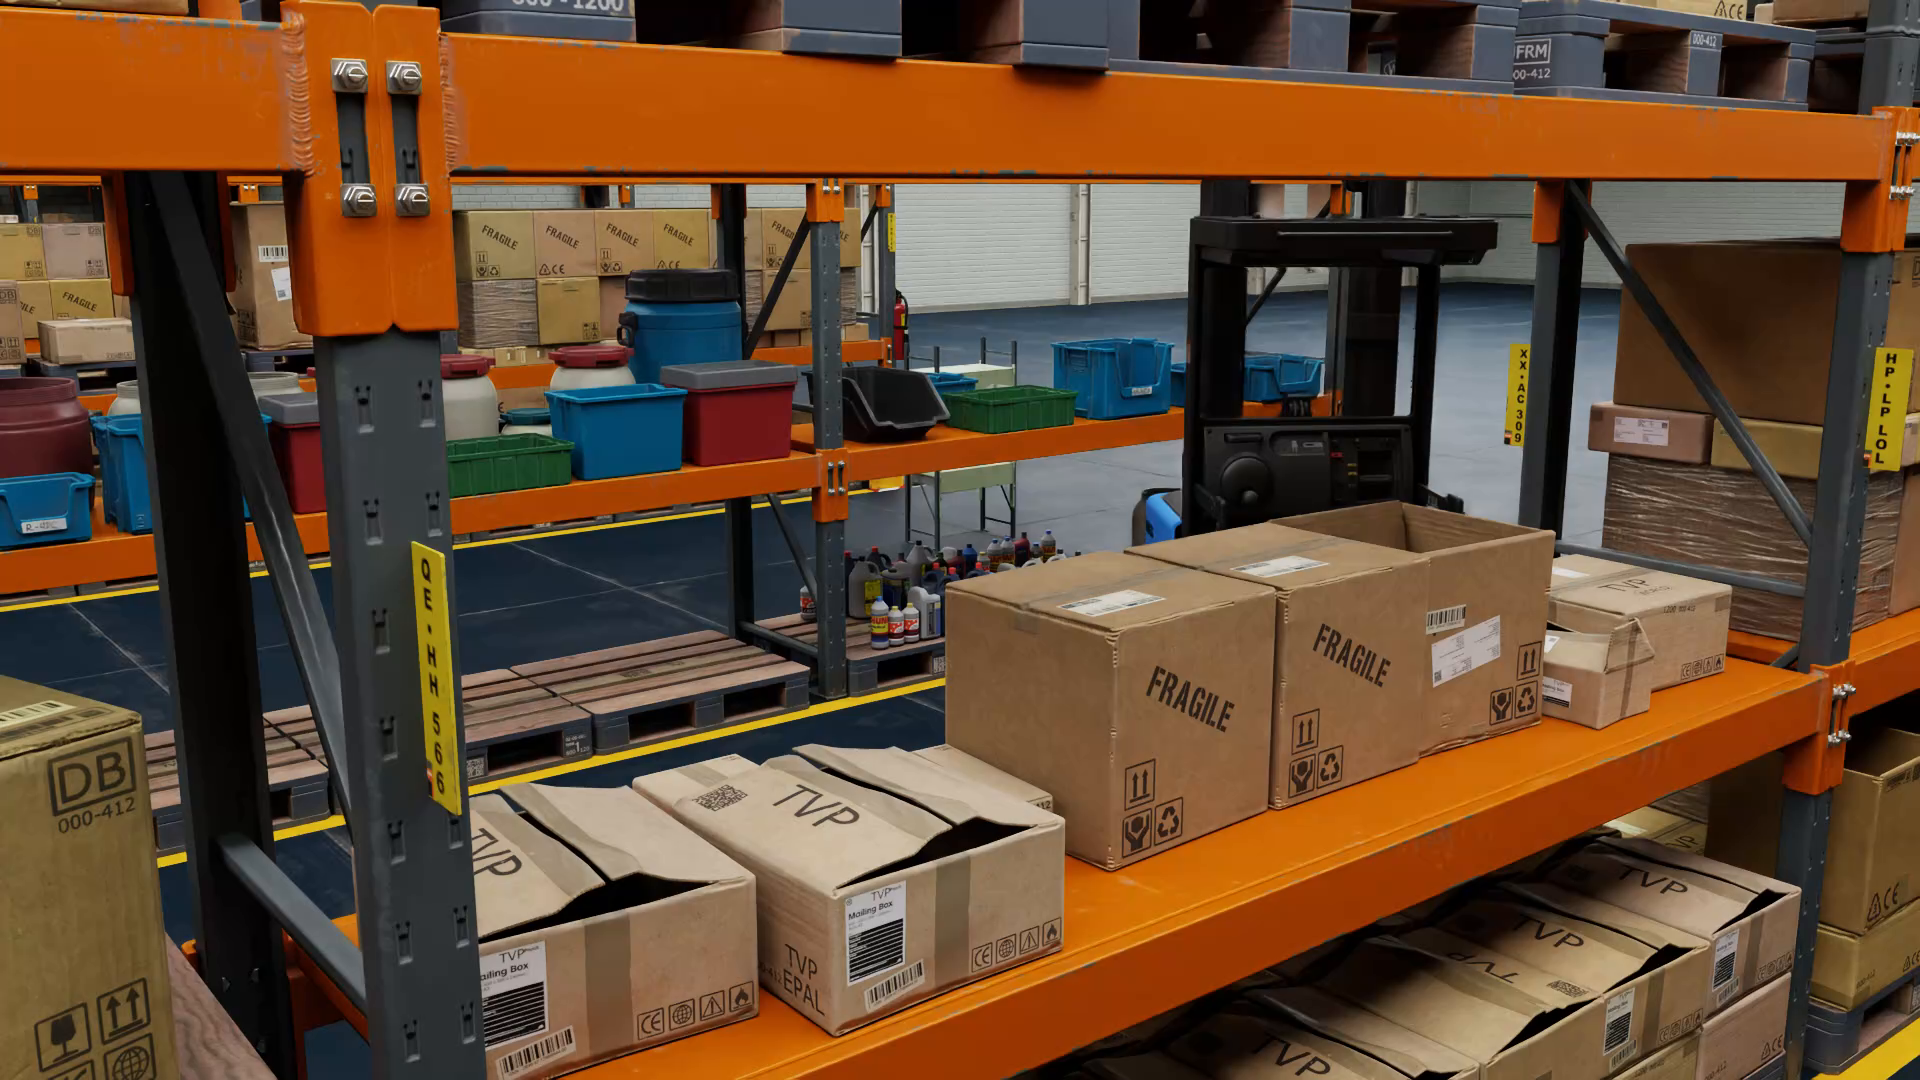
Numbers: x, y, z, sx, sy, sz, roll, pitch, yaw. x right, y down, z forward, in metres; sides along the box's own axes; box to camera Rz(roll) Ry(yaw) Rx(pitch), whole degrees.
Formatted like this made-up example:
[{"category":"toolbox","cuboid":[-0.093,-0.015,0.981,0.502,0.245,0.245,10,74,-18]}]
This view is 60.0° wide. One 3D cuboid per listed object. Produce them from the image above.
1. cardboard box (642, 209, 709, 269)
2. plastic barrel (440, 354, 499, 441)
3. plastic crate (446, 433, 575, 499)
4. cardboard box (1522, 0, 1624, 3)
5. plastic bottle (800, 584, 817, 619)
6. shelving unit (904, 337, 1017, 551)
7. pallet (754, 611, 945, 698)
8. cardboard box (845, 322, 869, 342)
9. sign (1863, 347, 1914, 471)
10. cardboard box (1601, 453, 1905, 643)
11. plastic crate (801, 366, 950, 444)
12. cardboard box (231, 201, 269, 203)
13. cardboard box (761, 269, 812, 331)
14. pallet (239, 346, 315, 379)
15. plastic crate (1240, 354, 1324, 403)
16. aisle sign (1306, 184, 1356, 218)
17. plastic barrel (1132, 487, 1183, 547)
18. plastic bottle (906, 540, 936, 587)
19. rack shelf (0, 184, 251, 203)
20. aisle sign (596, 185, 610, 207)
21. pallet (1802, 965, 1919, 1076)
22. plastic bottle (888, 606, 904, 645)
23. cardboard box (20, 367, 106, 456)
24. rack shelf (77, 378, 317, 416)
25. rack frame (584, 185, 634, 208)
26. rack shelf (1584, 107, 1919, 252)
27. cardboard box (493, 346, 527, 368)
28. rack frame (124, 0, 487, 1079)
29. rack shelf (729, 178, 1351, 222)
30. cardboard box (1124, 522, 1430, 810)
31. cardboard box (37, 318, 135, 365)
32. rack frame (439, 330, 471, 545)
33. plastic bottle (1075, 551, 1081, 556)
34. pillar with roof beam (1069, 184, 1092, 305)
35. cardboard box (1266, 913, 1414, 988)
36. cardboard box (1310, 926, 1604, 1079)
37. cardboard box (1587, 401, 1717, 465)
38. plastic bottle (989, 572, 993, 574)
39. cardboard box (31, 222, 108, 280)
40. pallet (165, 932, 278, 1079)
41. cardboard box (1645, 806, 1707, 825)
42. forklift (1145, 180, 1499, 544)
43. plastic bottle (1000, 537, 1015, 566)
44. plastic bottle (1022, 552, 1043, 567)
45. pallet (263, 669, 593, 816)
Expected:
[{"category":"cardboard box","cuboid":[-2.372,-2.415,13.414,0.500,0.500,0.500,-9,15,-38]},{"category":"plastic barrel","cuboid":[-2.408,-0.597,7.890,0.433,0.535,0.433,0,12,0]},{"category":"plastic crate","cuboid":[-2.135,-0.339,7.512,0.662,0.188,0.450,-9,15,-38]},{"category":"cardboard box","cuboid":[1.226,-1.359,3.937,0.500,0.250,0.500,-11,17,-43]},{"category":"plastic bottle","cuboid":[-0.863,0.342,9.474,0.097,0.201,0.097,0,12,0]},{"category":"shelving unit","cuboid":[0.005,-0.735,12.477,0.755,1.500,0.431,-9,15,-38]},{"category":"pallet","cuboid":[-0.401,0.570,9.438,1.213,0.211,1.003,-9,15,-38]},{"category":"cardboard box","cuboid":[-1.016,-1.843,14.691,0.250,0.149,0.380,-9,15,-38]},{"category":"sign","cuboid":[2.487,-0.351,4.463,0.005,0.325,0.100,-9,15,-38]},{"category":"cardboard box","cuboid":[2.483,-0.018,5.249,0.500,0.500,0.700,-10,16,-39]},{"category":"plastic crate","cuboid":[-0.463,-0.731,8.999,0.504,0.338,0.767,-9,15,-38]},{"category":"cardboard box","cuboid":[-8.936,-3.954,20.662,0.500,0.500,0.700,-10,15,-39]},{"category":"cardboard box","cuboid":[-1.684,-2.079,14.243,0.500,0.500,0.875,-9,15,-38]},{"category":"pallet","cuboid":[-4.733,-1.348,12.217,1.213,0.211,1.003,-9,15,-38]},{"category":"plastic crate","cuboid":[1.968,-1.047,10.695,0.616,0.251,0.499,-9,15,-38]},{"category":"aisle sign","cuboid":[2.414,-2.466,10.761,0.004,0.787,0.394,-9,15,-38]},{"category":"plastic barrel","cuboid":[1.315,-0.059,10.662,0.421,0.512,0.421,0,12,0]},{"category":"plastic bottle","cuboid":[-0.226,0.170,9.927,0.185,0.351,0.144,-10,15,-38]},{"category":"rack shelf","cuboid":[-8.627,-3.191,14.944,4.000,0.370,1.077,-9,15,-38]},{"category":"aisle sign","cuboid":[-4.074,-4.183,18.850,0.004,0.787,0.394,-9,15,-38]},{"category":"pallet","cuboid":[2.787,1.358,5.727,1.213,0.211,1.003,-9,15,-38]},{"category":"plastic bottle","cuboid":[-0.349,0.456,8.936,0.097,0.201,0.097,0,12,0]},{"category":"cardboard box","cuboid":[-8.249,-1.220,15.558,0.750,0.750,1.050,-9,15,-38]},{"category":"rack shelf","cuboid":[-5.607,-0.906,11.405,4.000,0.370,1.077,-9,15,-38]},{"category":"rack frame","cuboid":[-3.942,-2.854,18.847,0.127,3.000,1.000,-9,15,-38]},{"category":"rack shelf","cuboid":[3.702,-1.285,5.969,4.000,0.370,1.077,-9,15,-38]},{"category":"cardboard box","cuboid":[-3.486,-1.404,12.623,0.250,0.149,0.380,-9,15,-38]},{"category":"rack frame","cuboid":[-0.981,0.610,2.537,0.053,2.616,0.949,-9,15,-38]},{"category":"rack shelf","cuboid":[0.610,-2.089,9.755,4.000,0.370,1.077,-9,15,-38]},{"category":"cardboard box","cuboid":[0.728,0.271,3.888,0.500,0.500,0.500,-9,15,-38]},{"category":"cardboard box","cuboid":[-5.717,-1.310,10.929,0.500,0.250,0.500,-10,16,-39]},{"category":"rack frame","cuboid":[-4.045,-1.517,12.553,0.127,3.000,1.000,-9,15,-38]},{"category":"plastic bottle","cuboid":[0.731,0.201,9.941,0.133,0.283,0.061,-9,15,-38]},{"category":"pillar with roof beam","cuboid":[5.421,-9.076,33.707,0.548,9.000,9.100,-9,15,-38]},{"category":"cardboard box","cuboid":[0.864,1.100,4.486,0.500,0.311,0.500,-10,16,-40]},{"category":"cardboard box","cuboid":[1.209,1.187,4.075,0.500,0.311,0.500,-9,15,-38]},{"category":"cardboard box","cuboid":[2.219,-0.346,5.236,0.250,0.149,0.380,-9,15,-38]},{"category":"plastic bottle","cuboid":[0.177,0.318,9.417,0.097,0.271,0.097,0,12,0]},{"category":"cardboard box","cuboid":[-8.244,-2.675,15.356,0.500,0.500,0.700,-9,15,-37]},{"category":"pallet","cuboid":[-1.469,0.802,2.091,1.003,0.211,1.213,-9,15,-38]},{"category":"cardboard box","cuboid":[2.762,1.071,5.974,0.500,0.250,0.500,-9,15,-38]},{"category":"forklift","cuboid":[1.556,-0.333,7.141,1.130,2.935,3.031,-1,12,-3]},{"category":"plastic bottle","cuboid":[0.294,0.116,10.372,0.097,0.271,0.097,0,12,0]},{"category":"plastic bottle","cuboid":[0.418,0.250,9.550,0.185,0.351,0.144,-10,15,-38]},{"category":"pallet","cuboid":[-2.494,0.917,7.800,1.213,0.211,1.003,-9,15,-38]}]
